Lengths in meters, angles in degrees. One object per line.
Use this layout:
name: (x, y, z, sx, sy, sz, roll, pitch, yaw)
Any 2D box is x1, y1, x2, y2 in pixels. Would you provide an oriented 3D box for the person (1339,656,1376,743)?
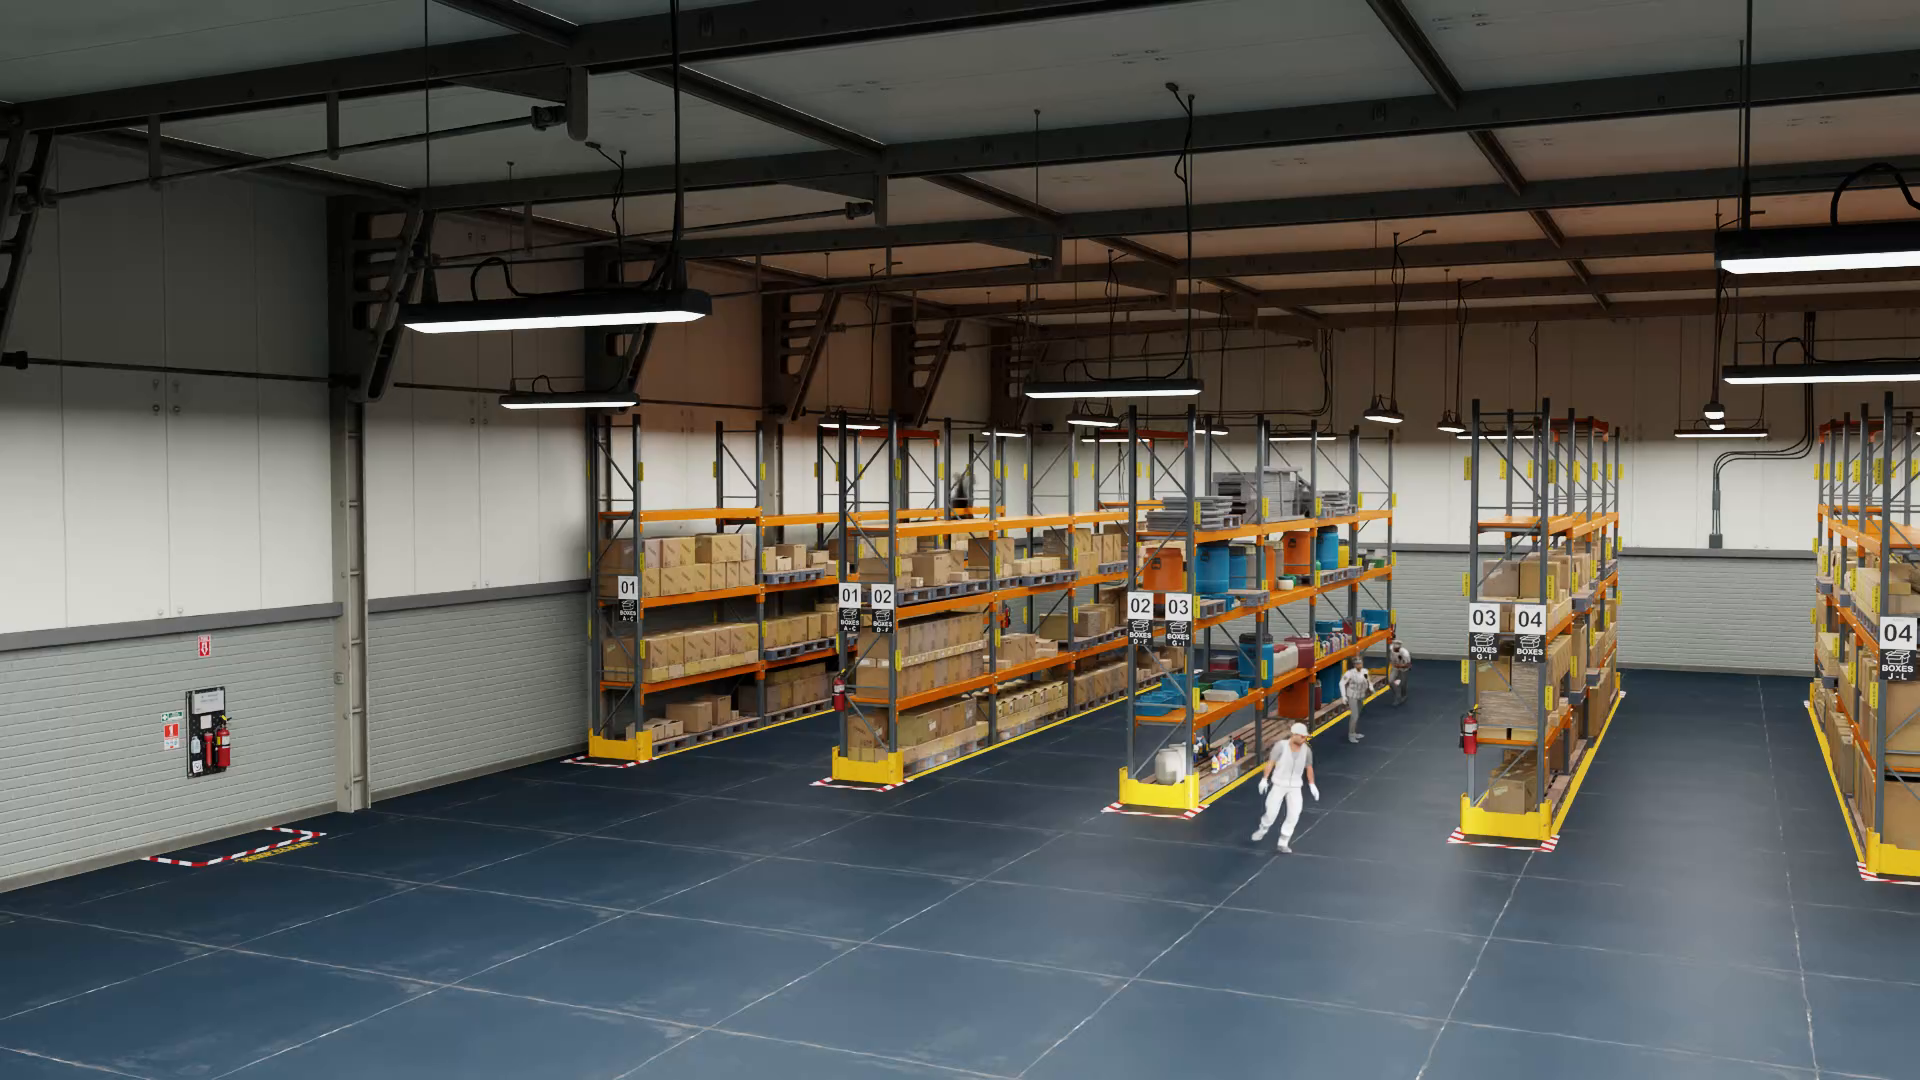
person: (7.385, 2.937, 30.853, 0.660, 1.620, 0.786, -1, 3, -28)

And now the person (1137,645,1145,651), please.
person: (4.583, 2.443, 42.691, 0.636, 1.689, 0.603, -1, 2, -19)

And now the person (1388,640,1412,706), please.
person: (9.486, 2.837, 35.733, 0.568, 1.455, 1.083, 2, 3, 33)

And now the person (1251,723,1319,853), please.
person: (4.277, 3.232, 21.864, 0.798, 1.723, 0.705, 0, 2, -7)
